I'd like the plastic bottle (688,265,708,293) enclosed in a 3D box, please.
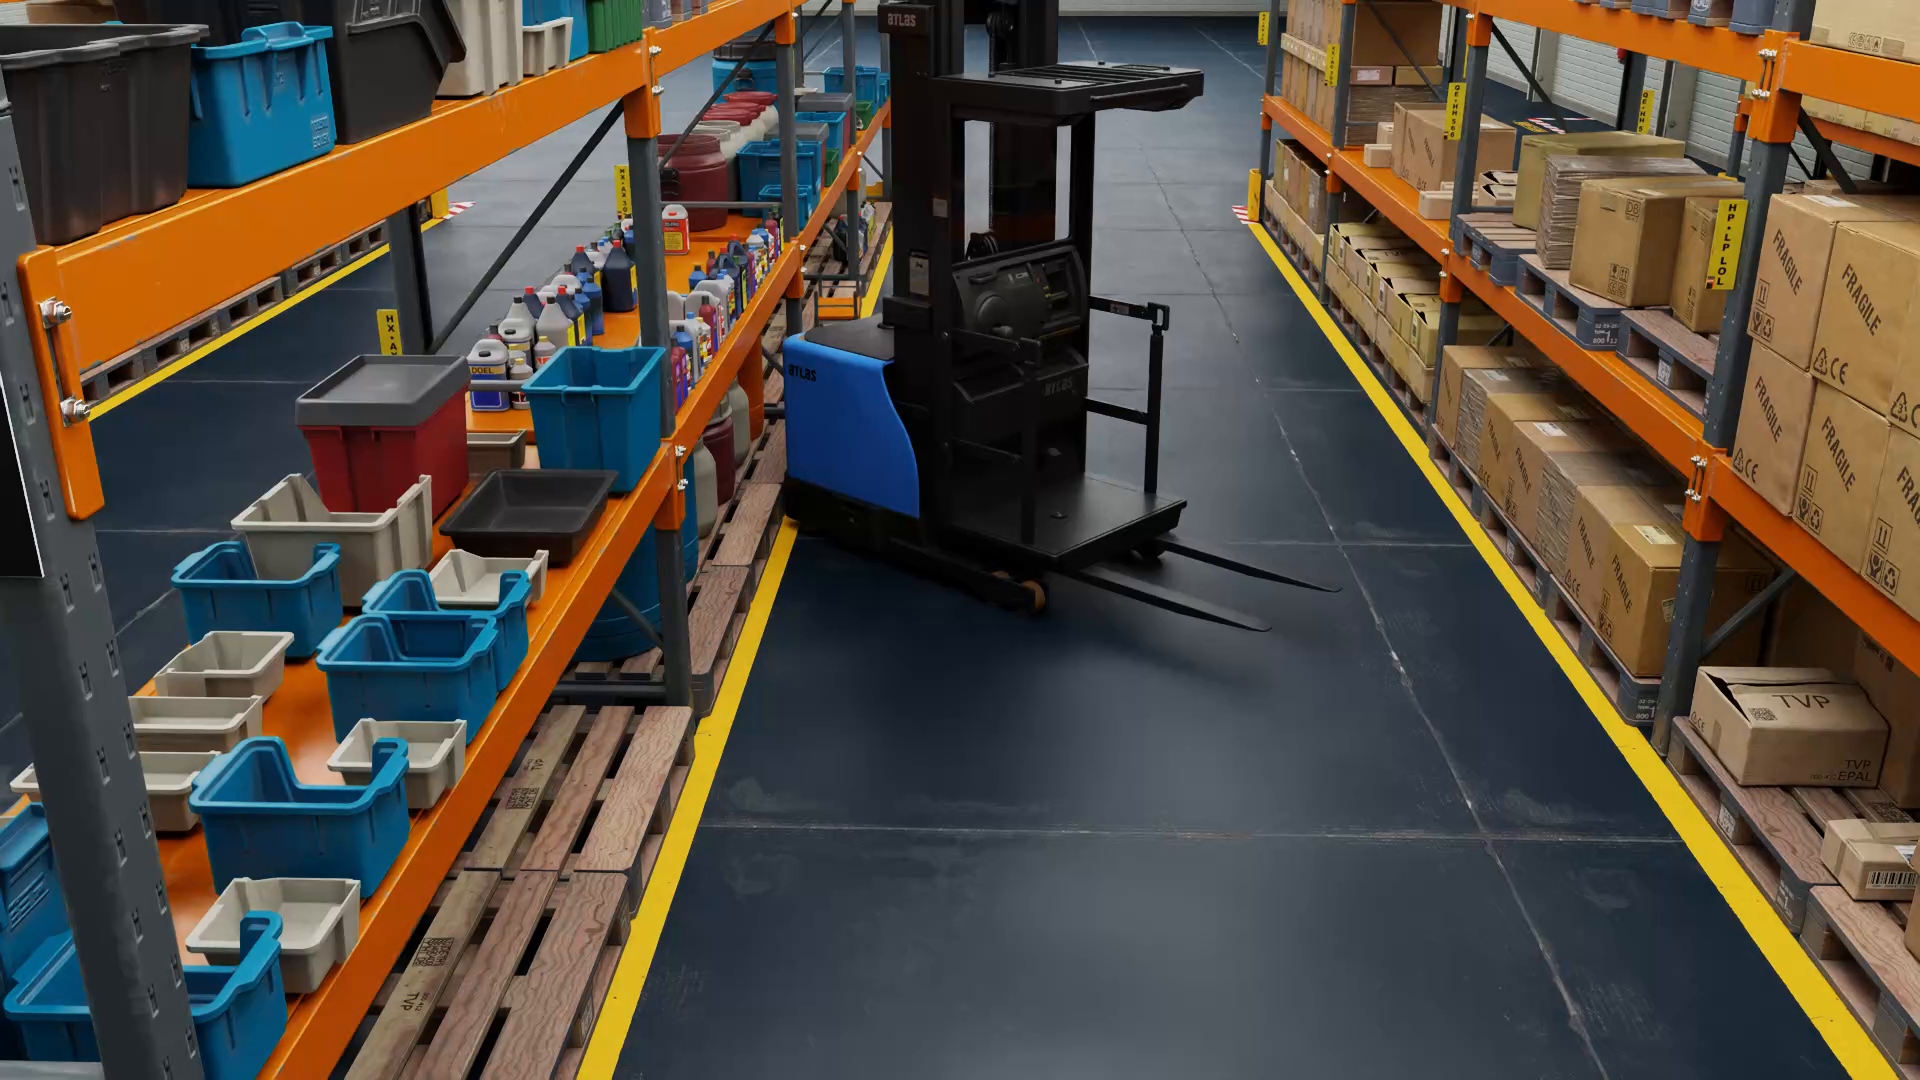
[{"bbox_3d":[-1.287,-1.219,8.201,0.097,0.271,0.097,0,21,0],"label":"plastic bottle"}]

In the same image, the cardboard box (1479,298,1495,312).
[{"bbox_3d":[3.780,-1.525,11.258,0.500,0.311,0.500,0,21,0],"label":"cardboard box"}]

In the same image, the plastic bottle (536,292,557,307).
[{"bbox_3d":[-1.894,-0.986,7.595,0.152,0.276,0.135,1,21,2],"label":"plastic bottle"}]

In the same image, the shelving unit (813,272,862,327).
[{"bbox_3d":[-0.703,-0.918,9.736,0.258,1.200,0.503,-1,21,-2],"label":"shelving unit"}]

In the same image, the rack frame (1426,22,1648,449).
[{"bbox_3d":[3.463,-1.974,9.969,1.000,3.000,0.127,1,21,2],"label":"rack frame"}]

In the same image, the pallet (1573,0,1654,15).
[{"bbox_3d":[3.460,-2.448,7.305,1.213,0.211,1.003,1,21,2],"label":"pallet"}]

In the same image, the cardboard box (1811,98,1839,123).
[{"bbox_3d":[8.285,-4.025,15.435,0.500,0.250,0.500,1,21,2],"label":"cardboard box"}]

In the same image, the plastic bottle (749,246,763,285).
[{"bbox_3d":[-1.117,-1.485,8.984,0.097,0.201,0.097,0,21,0],"label":"plastic bottle"}]

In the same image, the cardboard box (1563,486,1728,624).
[{"bbox_3d":[3.093,0.073,7.542,0.500,0.500,0.500,1,21,2],"label":"cardboard box"}]

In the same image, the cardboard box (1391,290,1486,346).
[{"bbox_3d":[3.242,-1.529,11.268,0.500,0.311,0.500,0,21,1],"label":"cardboard box"}]

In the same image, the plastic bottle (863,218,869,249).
[{"bbox_3d":[-0.874,-2.829,15.321,0.061,0.283,0.133,2,21,4],"label":"plastic bottle"}]

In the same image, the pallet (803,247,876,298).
[{"bbox_3d":[-1.304,-2.418,14.969,1.003,0.211,1.213,1,21,2],"label":"pallet"}]

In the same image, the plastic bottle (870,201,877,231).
[{"bbox_3d":[-0.848,-3.149,16.146,0.061,0.283,0.133,1,21,3],"label":"plastic bottle"}]

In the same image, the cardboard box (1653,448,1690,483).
[{"bbox_3d":[3.630,-0.450,7.854,0.500,0.250,0.500,1,21,2],"label":"cardboard box"}]

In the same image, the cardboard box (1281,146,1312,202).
[{"bbox_3d":[3.452,-3.576,16.284,0.500,0.500,0.500,1,21,2],"label":"cardboard box"}]

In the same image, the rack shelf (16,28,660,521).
[{"bbox_3d":[-1.670,-0.923,4.109,1.077,0.370,4.000,1,21,2],"label":"rack shelf"}]

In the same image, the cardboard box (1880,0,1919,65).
[{"bbox_3d":[3.060,-1.502,4.814,0.500,0.250,0.500,1,21,2],"label":"cardboard box"}]

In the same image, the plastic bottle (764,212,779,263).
[{"bbox_3d":[-1.081,-1.741,9.530,0.061,0.283,0.133,1,21,2],"label":"plastic bottle"}]

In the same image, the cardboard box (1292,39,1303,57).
[{"bbox_3d":[3.455,-4.799,16.215,0.380,0.149,0.250,0,21,1],"label":"cardboard box"}]

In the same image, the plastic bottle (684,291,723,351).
[{"bbox_3d":[-1.186,-1.023,7.691,0.152,0.276,0.135,1,21,2],"label":"plastic bottle"}]

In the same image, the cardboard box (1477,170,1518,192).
[{"bbox_3d":[3.684,-2.253,10.813,0.500,0.311,0.500,0,21,1],"label":"cardboard box"}]

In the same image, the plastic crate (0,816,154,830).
[{"bbox_3d":[-1.887,0.661,3.460,0.396,0.136,0.243,1,21,2],"label":"plastic crate"}]

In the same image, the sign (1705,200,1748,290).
[{"bbox_3d":[2.787,-1.072,6.044,0.100,0.325,0.005,1,21,2],"label":"sign"}]

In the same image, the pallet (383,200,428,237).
[{"bbox_3d":[-6.258,-3.356,17.386,1.003,0.211,1.213,1,21,2],"label":"pallet"}]

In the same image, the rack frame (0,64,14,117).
[{"bbox_3d":[-1.731,-1.934,1.573,1.000,3.000,0.127,1,21,2],"label":"rack frame"}]

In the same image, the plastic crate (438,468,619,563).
[{"bbox_3d":[-1.375,-0.075,5.374,0.437,0.125,0.590,1,21,2],"label":"plastic crate"}]

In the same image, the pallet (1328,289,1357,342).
[{"bbox_3d":[3.601,-1.853,13.513,1.003,0.211,1.213,1,21,2],"label":"pallet"}]

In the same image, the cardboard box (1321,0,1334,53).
[{"bbox_3d":[3.622,-4.596,14.795,0.700,0.500,0.500,1,21,2],"label":"cardboard box"}]

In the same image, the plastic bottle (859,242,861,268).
[{"bbox_3d":[-0.918,-2.519,14.539,0.097,0.271,0.097,0,21,0],"label":"plastic bottle"}]

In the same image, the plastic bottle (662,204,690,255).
[{"bbox_3d":[-1.672,-1.817,9.737,0.152,0.276,0.135,1,21,2],"label":"plastic bottle"}]

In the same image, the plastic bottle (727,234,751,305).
[{"bbox_3d":[-1.155,-1.385,8.520,0.144,0.351,0.185,1,21,2],"label":"plastic bottle"}]

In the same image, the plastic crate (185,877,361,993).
[{"bbox_3d":[-1.302,0.757,3.212,0.250,0.136,0.298,1,21,2],"label":"plastic crate"}]

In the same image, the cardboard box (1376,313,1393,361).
[{"bbox_3d":[3.266,-1.449,11.836,0.500,0.250,0.500,1,21,3],"label":"cardboard box"}]

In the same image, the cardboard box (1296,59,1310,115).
[{"bbox_3d":[3.647,-4.375,16.019,0.700,0.500,0.500,1,21,2],"label":"cardboard box"}]

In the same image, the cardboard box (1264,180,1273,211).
[{"bbox_3d":[3.468,-3.589,17.352,0.500,0.250,0.500,1,21,2],"label":"cardboard box"}]

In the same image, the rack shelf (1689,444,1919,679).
[{"bbox_3d":[3.281,0.531,4.508,1.077,0.370,4.000,1,21,2],"label":"rack shelf"}]

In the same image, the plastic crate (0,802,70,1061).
[{"bbox_3d":[-1.908,0.695,2.958,0.616,0.435,0.499,1,21,2],"label":"plastic crate"}]

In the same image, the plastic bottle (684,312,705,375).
[{"bbox_3d":[-1.173,-0.860,7.277,0.097,0.271,0.097,0,21,0],"label":"plastic bottle"}]

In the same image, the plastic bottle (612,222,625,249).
[{"bbox_3d":[-1.888,-1.607,9.185,0.061,0.283,0.133,1,21,2],"label":"plastic bottle"}]

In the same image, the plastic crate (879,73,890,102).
[{"bbox_3d":[-0.961,-4.668,17.120,0.499,0.251,0.616,1,21,2],"label":"plastic crate"}]

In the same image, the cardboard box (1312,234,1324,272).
[{"bbox_3d":[3.380,-2.504,14.556,0.500,0.250,0.500,1,21,2],"label":"cardboard box"}]

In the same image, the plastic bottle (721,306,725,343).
[{"bbox_3d":[-1.156,-1.030,7.812,0.097,0.201,0.097,0,21,0],"label":"plastic bottle"}]

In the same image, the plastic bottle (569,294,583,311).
[{"bbox_3d":[-1.769,-0.989,7.609,0.097,0.271,0.097,0,21,0],"label":"plastic bottle"}]

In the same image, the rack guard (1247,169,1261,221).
[{"bbox_3d":[3.707,-3.709,17.898,1.175,0.500,0.348,1,21,2],"label":"rack guard"}]

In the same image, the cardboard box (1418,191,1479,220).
[{"bbox_3d":[3.214,-2.185,10.860,0.380,0.149,0.250,1,21,2],"label":"cardboard box"}]

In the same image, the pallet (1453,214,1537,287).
[{"bbox_3d":[3.513,-1.638,9.370,1.213,0.211,1.003,1,21,2],"label":"pallet"}]

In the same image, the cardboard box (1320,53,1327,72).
[{"bbox_3d":[3.412,-4.237,14.768,0.380,0.149,0.250,1,21,1],"label":"cardboard box"}]

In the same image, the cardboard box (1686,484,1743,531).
[{"bbox_3d":[3.605,0.068,7.555,0.500,0.500,0.500,1,21,2],"label":"cardboard box"}]

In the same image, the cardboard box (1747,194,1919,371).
[{"bbox_3d":[3.046,-0.873,5.611,0.500,0.500,0.500,1,21,3],"label":"cardboard box"}]

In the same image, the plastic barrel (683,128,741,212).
[{"bbox_3d":[-1.670,-2.456,11.057,0.421,0.512,0.421,0,21,0],"label":"plastic barrel"}]

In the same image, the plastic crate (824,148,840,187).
[{"bbox_3d":[-1.137,-2.744,12.248,0.450,0.188,0.662,1,21,2],"label":"plastic crate"}]

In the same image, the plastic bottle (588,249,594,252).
[{"bbox_3d":[-1.890,-1.357,8.558,0.097,0.271,0.097,0,21,0],"label":"plastic bottle"}]

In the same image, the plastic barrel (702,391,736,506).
[{"bbox_3d":[-1.520,-0.516,8.964,0.600,0.588,0.708,1,21,2],"label":"plastic barrel"}]

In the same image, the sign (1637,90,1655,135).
[{"bbox_3d":[4.006,-2.474,9.767,0.100,0.325,0.005,1,21,2],"label":"sign"}]

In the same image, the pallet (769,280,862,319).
[{"bbox_3d":[-1.351,-1.891,13.612,1.003,0.211,1.213,1,21,2],"label":"pallet"}]

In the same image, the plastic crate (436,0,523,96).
[{"bbox_3d":[-1.355,-1.278,4.193,0.437,0.282,0.530,1,21,2],"label":"plastic crate"}]

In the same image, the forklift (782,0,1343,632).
[{"bbox_3d":[0.463,-1.213,8.104,3.031,2.935,1.130,18,28,39],"label":"forklift"}]
